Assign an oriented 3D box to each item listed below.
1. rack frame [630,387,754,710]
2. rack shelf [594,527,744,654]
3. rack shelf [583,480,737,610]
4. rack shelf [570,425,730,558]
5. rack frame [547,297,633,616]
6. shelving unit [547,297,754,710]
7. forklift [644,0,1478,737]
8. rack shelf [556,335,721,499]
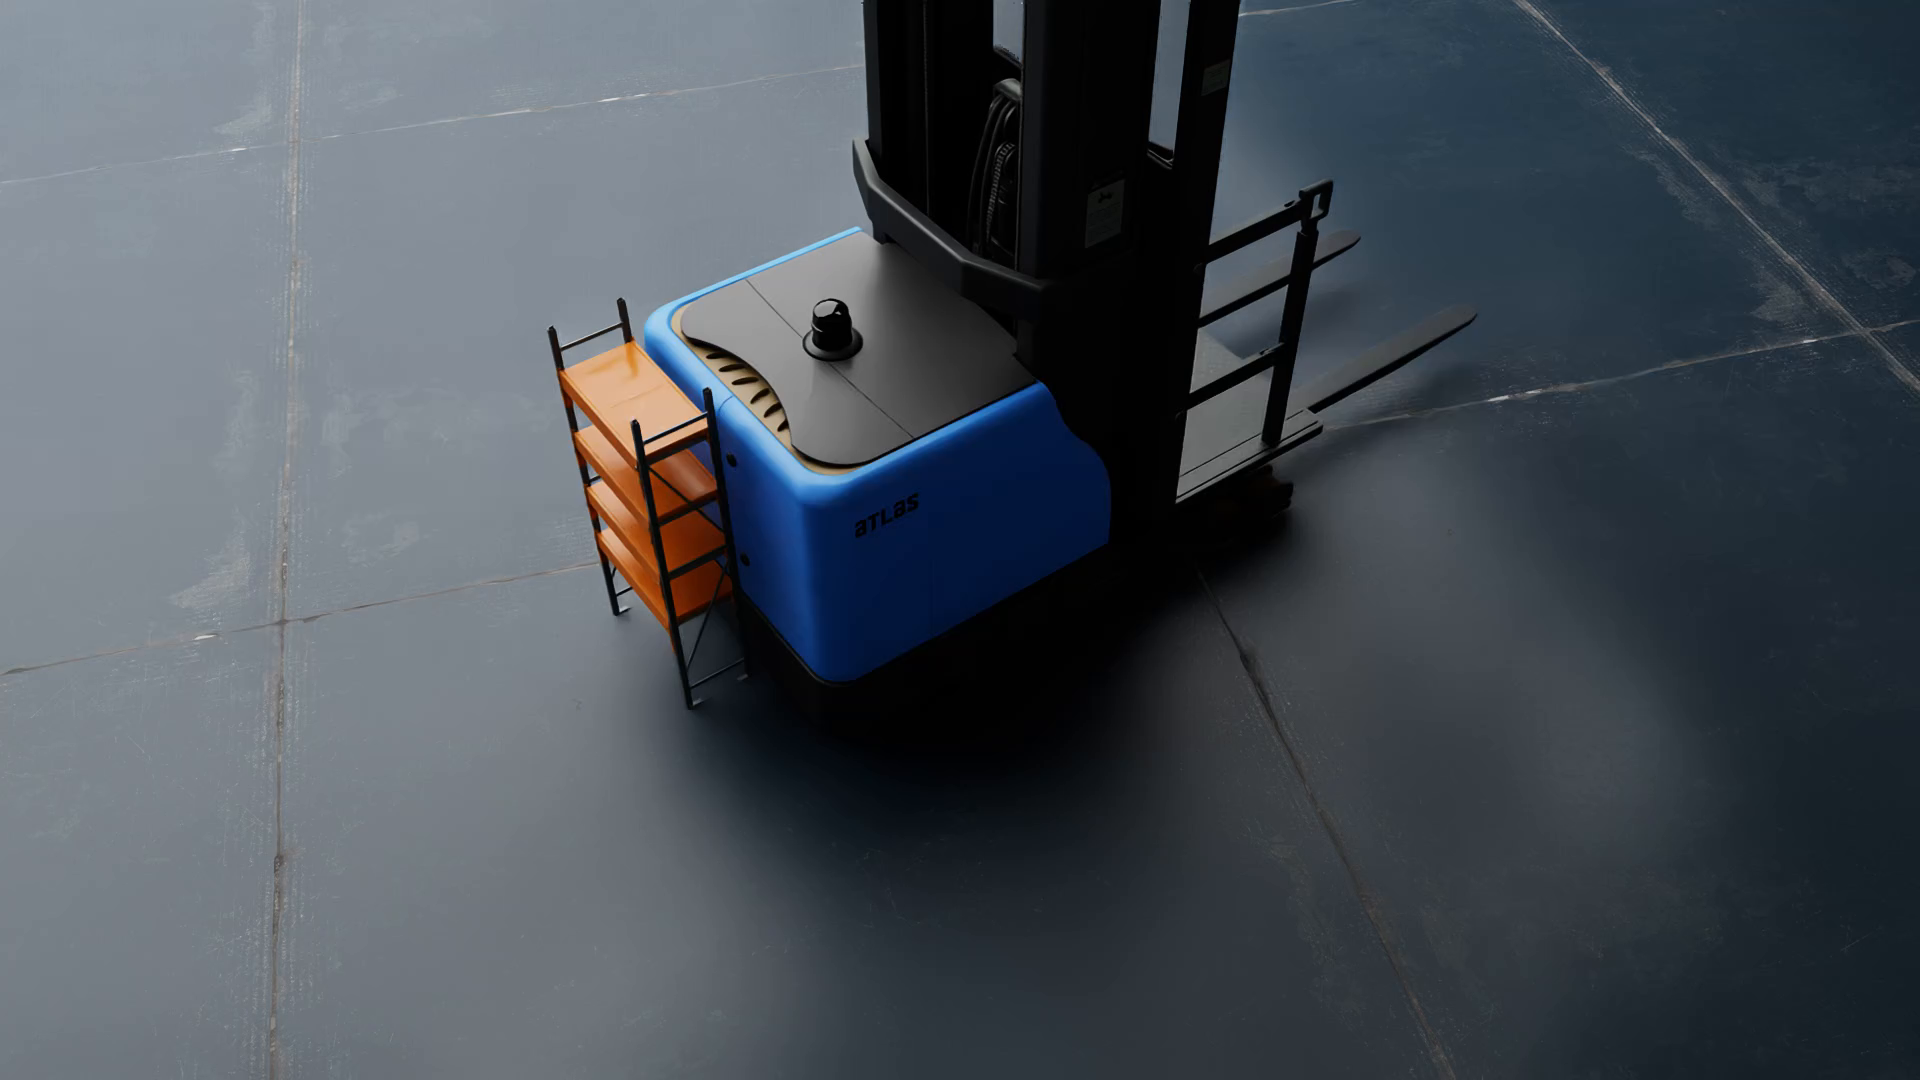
[{"bbox_3d":[-0.765,0.061,4.849,0.240,1.200,0.015,-28,52,-24],"label":"rack frame"},{"bbox_3d":[-0.908,0.105,5.178,0.258,0.148,0.480,-28,52,-24],"label":"rack shelf"},{"bbox_3d":[-0.909,-0.033,5.036,0.258,0.148,0.480,-28,52,-24],"label":"rack shelf"},{"bbox_3d":[-0.910,-0.189,4.875,0.258,0.148,0.480,-28,52,-24],"label":"rack shelf"},{"bbox_3d":[-1.053,-0.221,5.125,0.240,1.200,0.015,-28,52,-24],"label":"rack frame"},{"bbox_3d":[-0.909,-0.080,4.987,0.258,1.200,0.503,-28,52,-24],"label":"shelving unit"},{"bbox_3d":[0.539,-1.285,4.957,3.031,2.935,1.130,-28,52,-24],"label":"forklift"},{"bbox_3d":[-0.911,-0.354,4.706,0.258,0.148,0.480,-28,52,-24],"label":"rack shelf"}]
